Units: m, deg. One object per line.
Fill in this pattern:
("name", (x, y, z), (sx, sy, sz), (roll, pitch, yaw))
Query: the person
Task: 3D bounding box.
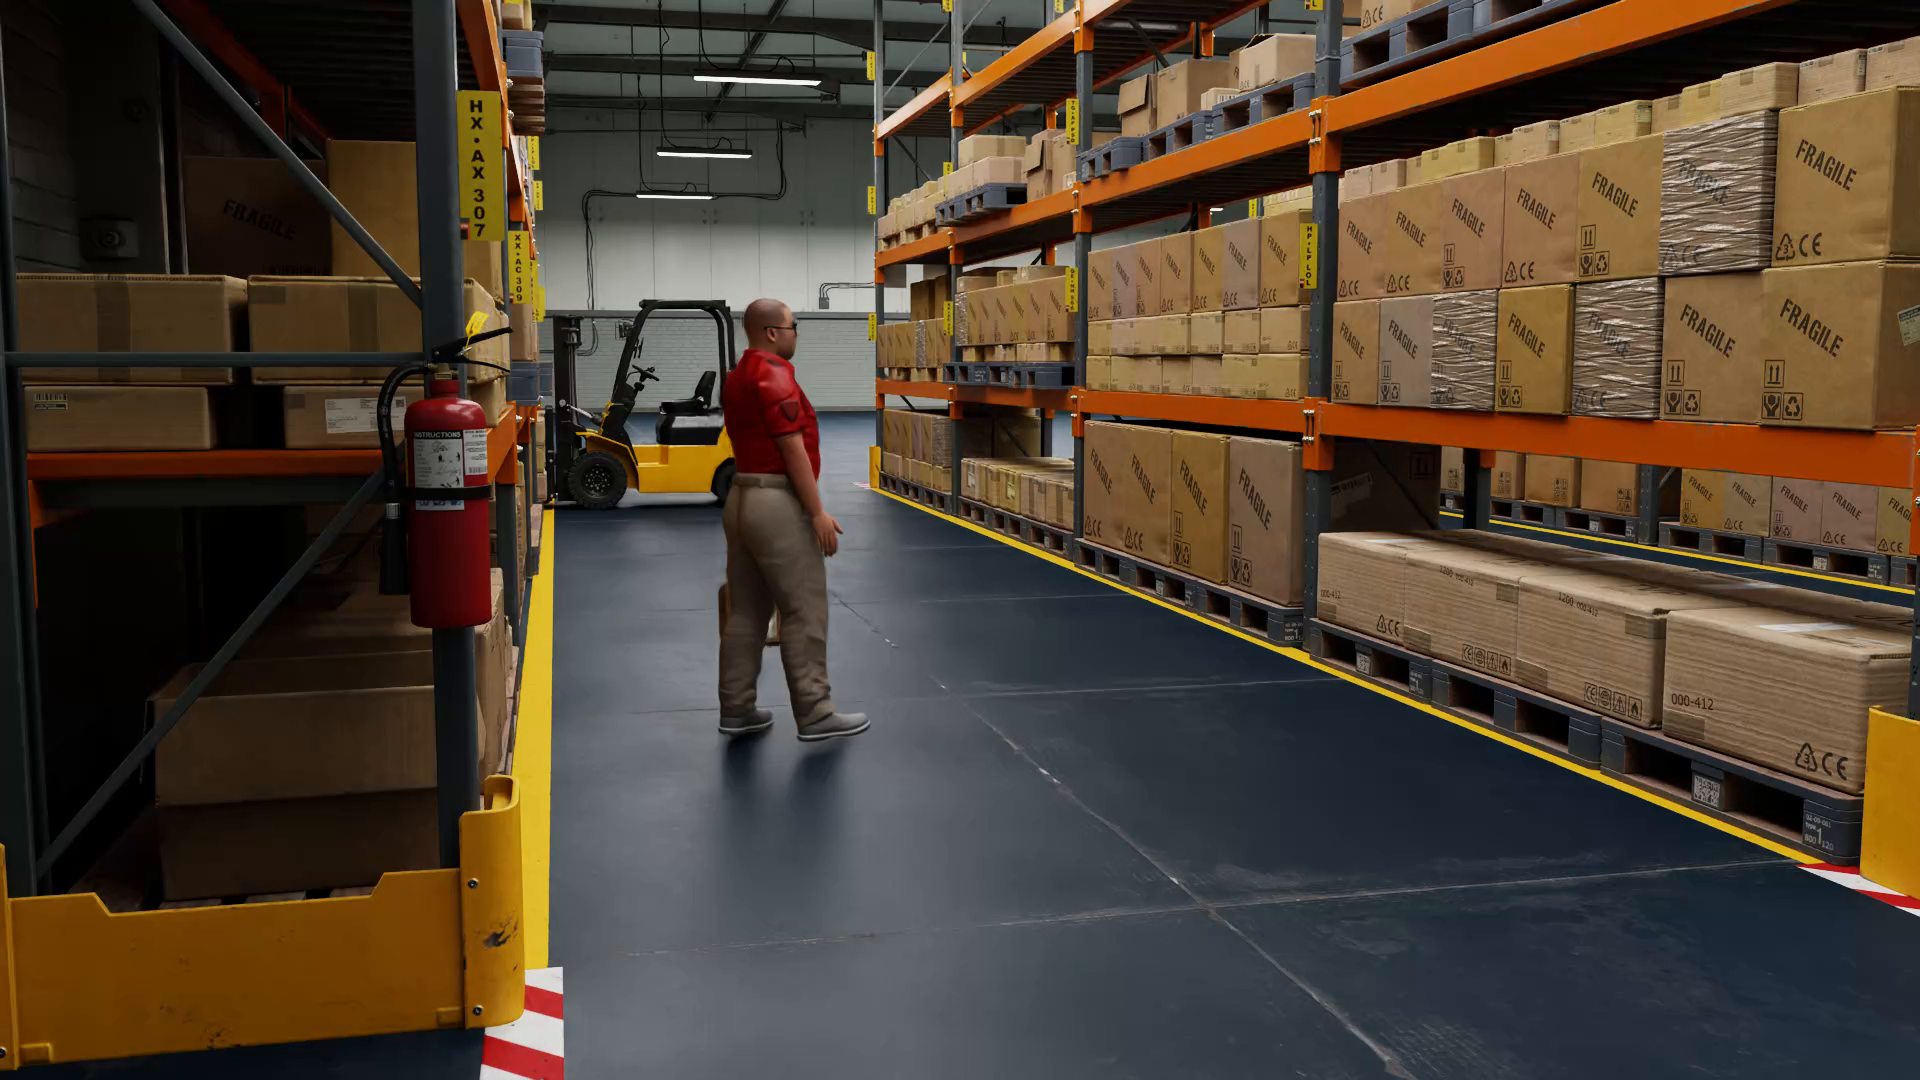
("person", (-0.666, -0.079, 6.566), (0.539, 1.731, 0.595), (-4, 7, -30))
